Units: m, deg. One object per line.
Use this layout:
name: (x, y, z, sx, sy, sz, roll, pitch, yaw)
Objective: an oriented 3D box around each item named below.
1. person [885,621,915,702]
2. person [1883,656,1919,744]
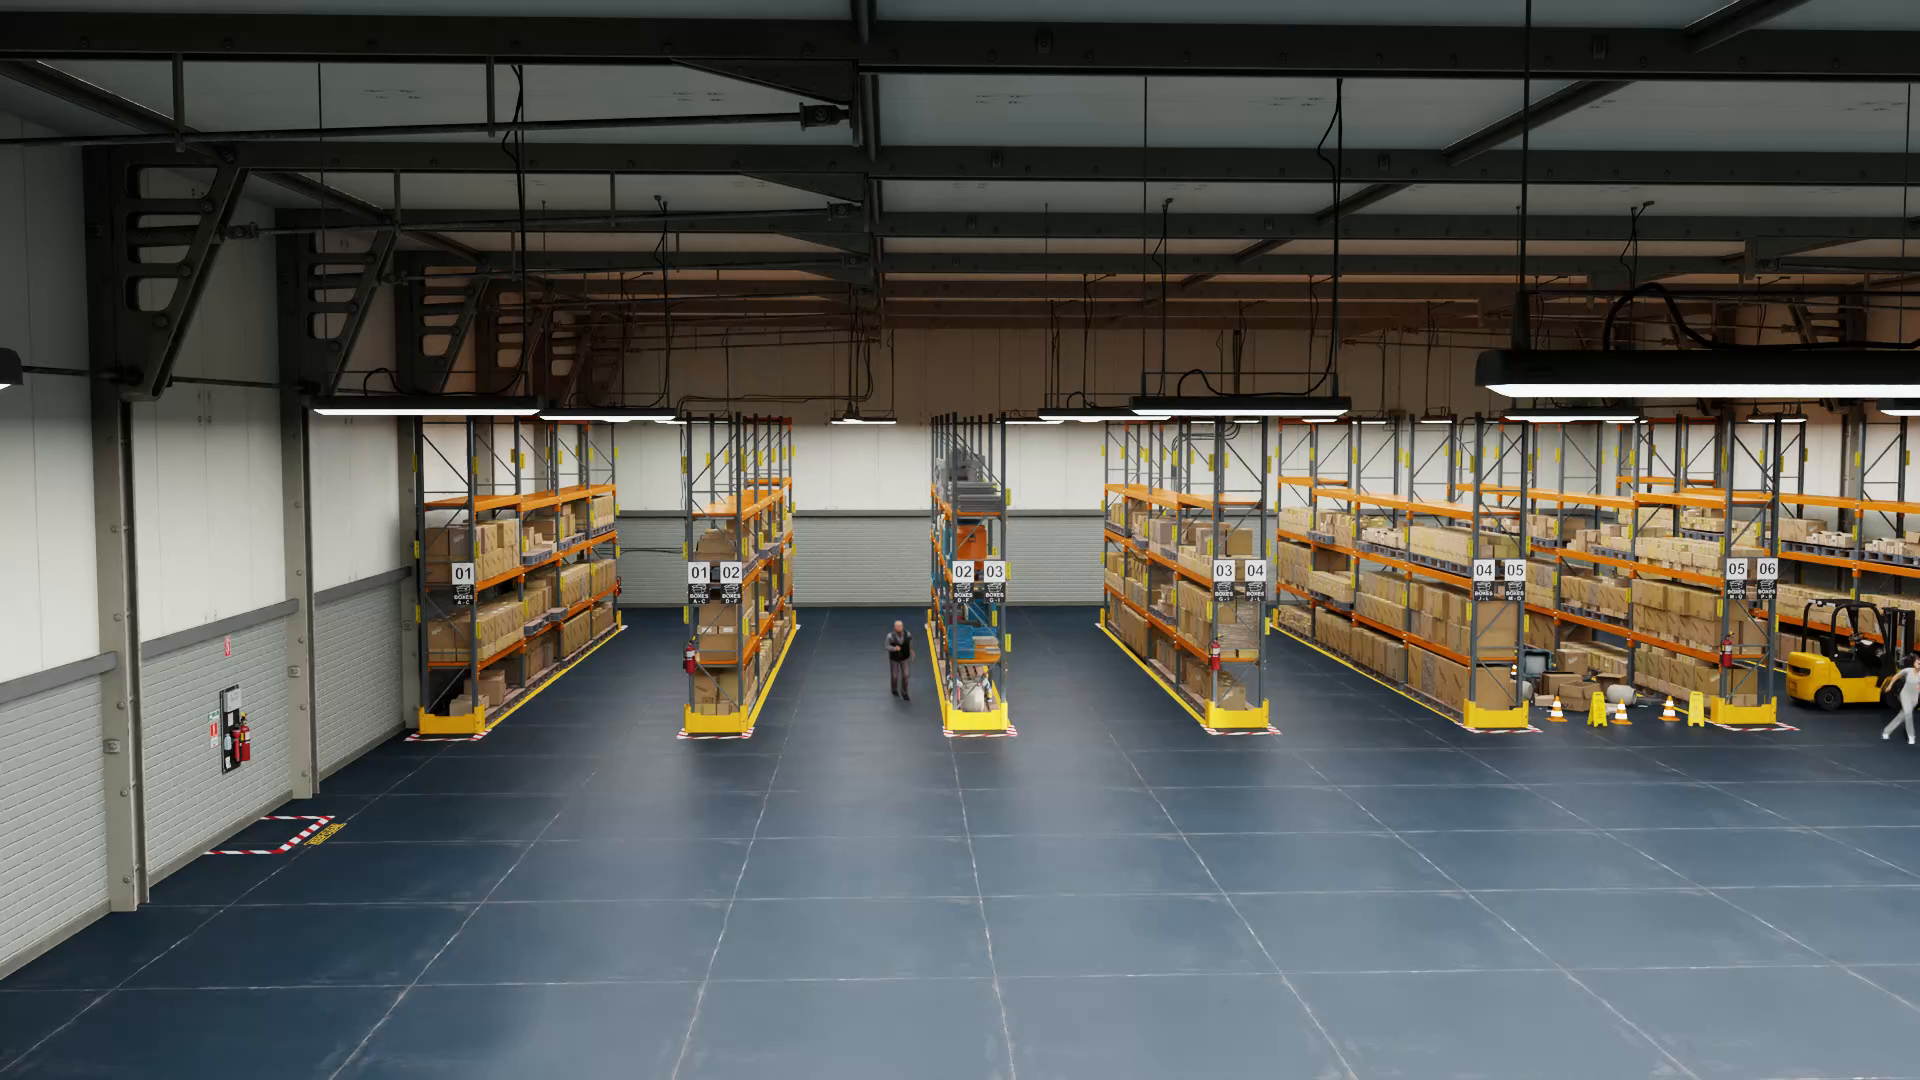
person: (-1.267, 2.521, 34.855, 0.658, 1.692, 0.973, -1, 4, -9)
person: (17.149, 2.862, 30.084, 0.713, 1.575, 0.680, 1, 4, 13)
